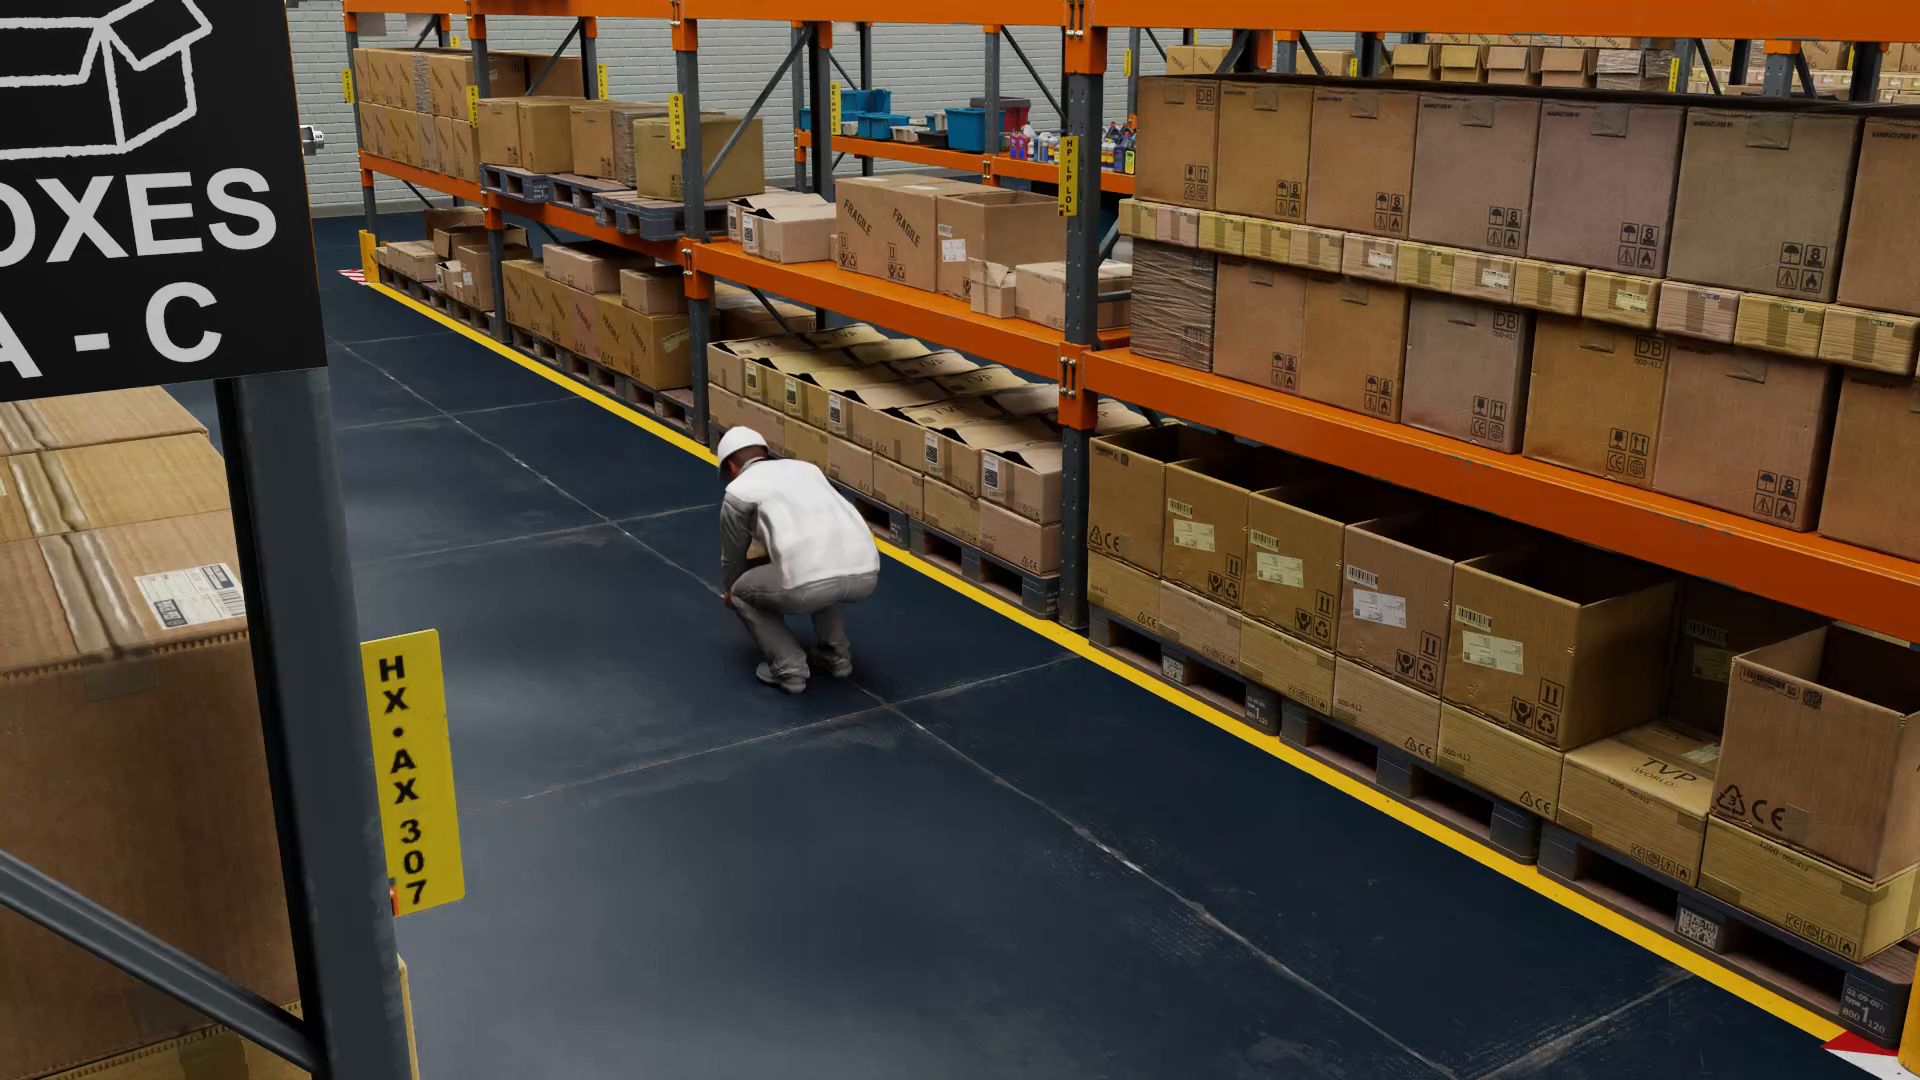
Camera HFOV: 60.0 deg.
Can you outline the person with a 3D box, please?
[{"bbox_3d":[-0.721,0.077,7.043,0.502,1.003,0.902,-12,22,-33],"label":"person"}]
